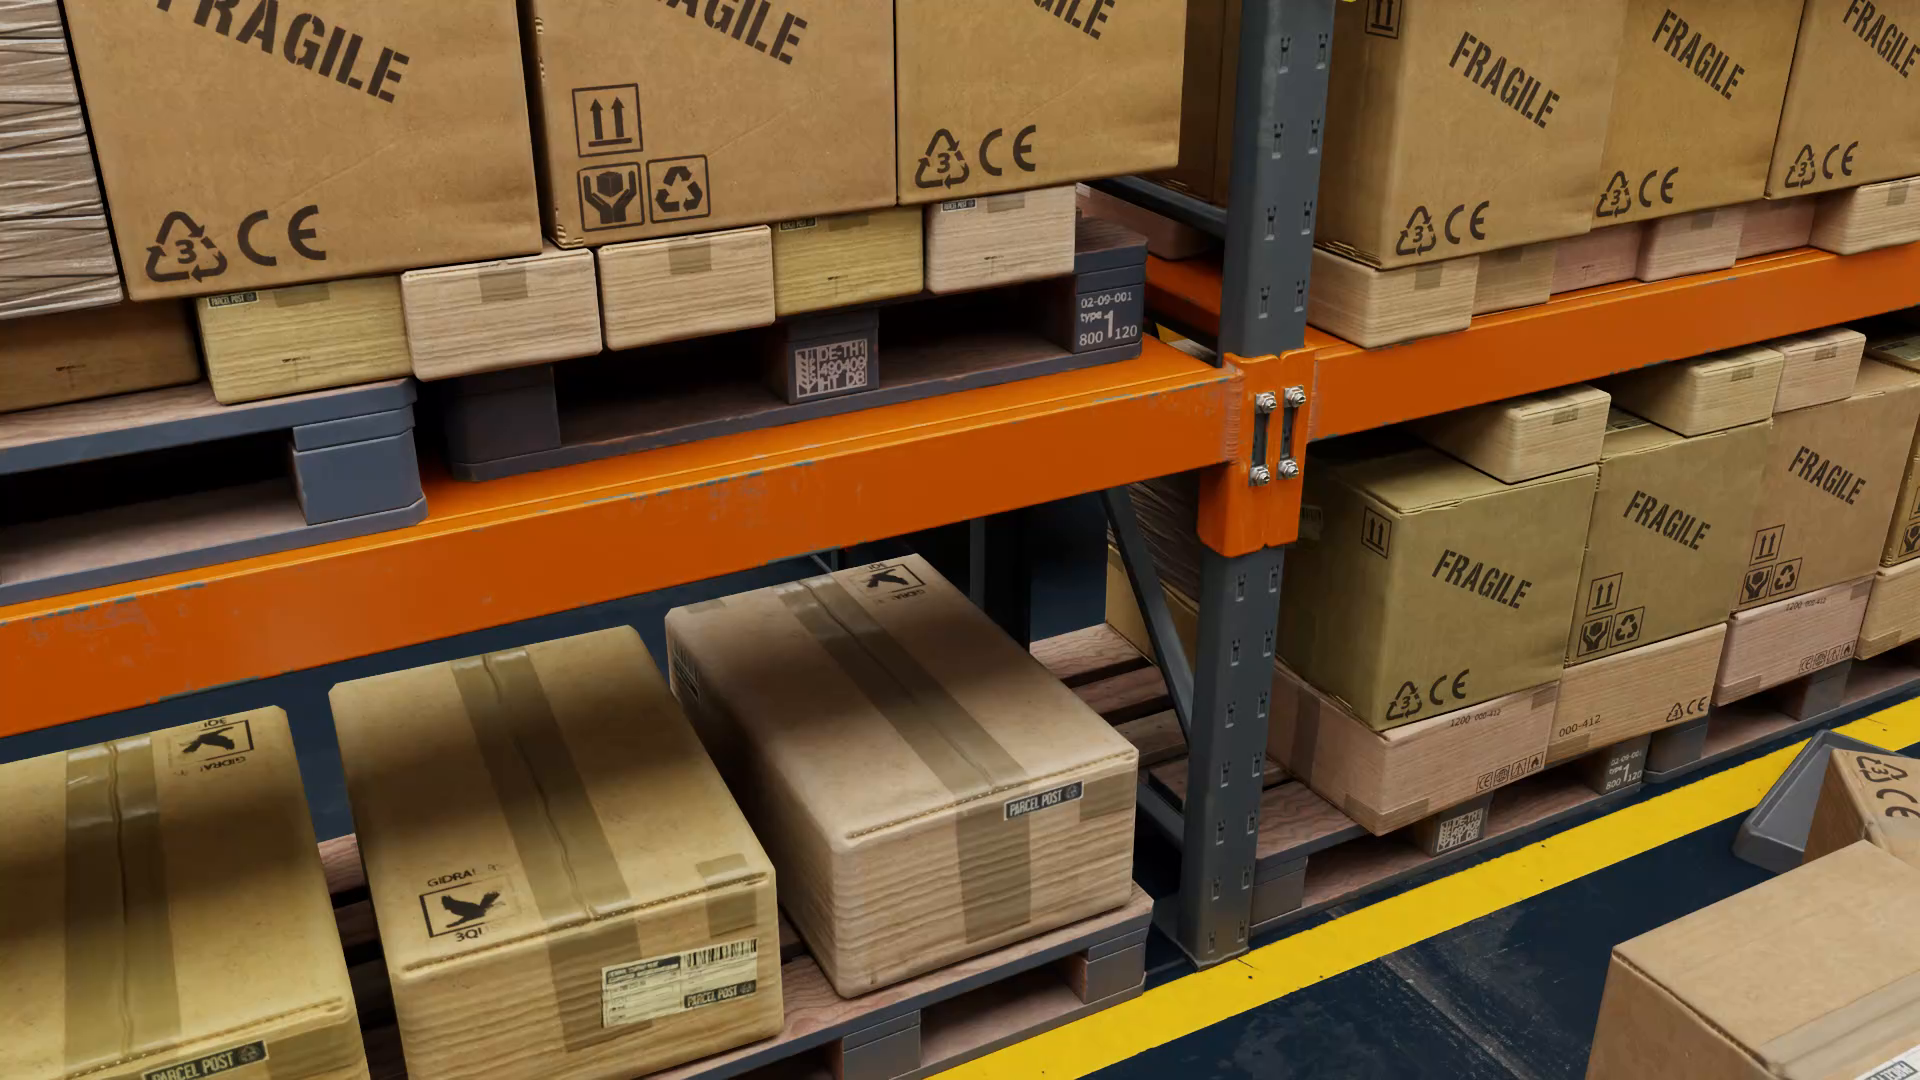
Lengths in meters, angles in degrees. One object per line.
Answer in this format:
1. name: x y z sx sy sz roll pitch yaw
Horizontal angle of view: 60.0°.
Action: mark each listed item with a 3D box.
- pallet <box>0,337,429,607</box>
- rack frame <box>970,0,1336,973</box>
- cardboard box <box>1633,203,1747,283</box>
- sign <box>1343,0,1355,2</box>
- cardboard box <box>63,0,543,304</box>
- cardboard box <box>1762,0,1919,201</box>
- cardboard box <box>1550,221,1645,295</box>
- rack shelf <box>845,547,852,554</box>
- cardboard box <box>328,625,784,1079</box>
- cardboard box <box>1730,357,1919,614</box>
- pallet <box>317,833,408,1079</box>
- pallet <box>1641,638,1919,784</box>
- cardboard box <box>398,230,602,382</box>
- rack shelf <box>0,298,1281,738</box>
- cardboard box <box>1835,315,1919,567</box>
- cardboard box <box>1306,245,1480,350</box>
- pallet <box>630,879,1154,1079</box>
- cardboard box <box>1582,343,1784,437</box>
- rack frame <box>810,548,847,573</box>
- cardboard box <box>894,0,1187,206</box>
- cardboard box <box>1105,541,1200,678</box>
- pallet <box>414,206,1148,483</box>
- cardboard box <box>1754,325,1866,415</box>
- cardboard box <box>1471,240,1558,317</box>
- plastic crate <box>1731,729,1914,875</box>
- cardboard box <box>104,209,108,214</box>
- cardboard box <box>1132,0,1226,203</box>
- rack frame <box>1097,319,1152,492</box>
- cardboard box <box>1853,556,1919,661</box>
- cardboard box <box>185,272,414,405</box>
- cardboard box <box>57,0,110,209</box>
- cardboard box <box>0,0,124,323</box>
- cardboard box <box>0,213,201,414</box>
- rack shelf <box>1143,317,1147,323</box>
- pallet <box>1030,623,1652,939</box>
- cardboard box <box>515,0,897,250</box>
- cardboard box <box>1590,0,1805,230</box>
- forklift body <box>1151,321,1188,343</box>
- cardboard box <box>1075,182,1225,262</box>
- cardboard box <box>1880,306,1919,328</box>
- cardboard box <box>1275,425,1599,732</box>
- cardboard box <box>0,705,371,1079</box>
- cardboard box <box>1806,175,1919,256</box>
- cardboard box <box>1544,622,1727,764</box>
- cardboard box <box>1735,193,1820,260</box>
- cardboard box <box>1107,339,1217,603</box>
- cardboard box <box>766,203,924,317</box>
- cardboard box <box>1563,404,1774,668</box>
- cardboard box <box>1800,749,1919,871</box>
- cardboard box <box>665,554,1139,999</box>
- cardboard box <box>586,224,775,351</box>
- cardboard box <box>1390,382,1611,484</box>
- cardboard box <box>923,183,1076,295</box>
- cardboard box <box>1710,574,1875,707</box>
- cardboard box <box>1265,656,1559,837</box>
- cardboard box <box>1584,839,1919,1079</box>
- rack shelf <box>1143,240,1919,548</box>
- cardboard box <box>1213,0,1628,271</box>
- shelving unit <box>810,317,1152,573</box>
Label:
1. pallet: -1.492 -0.188 2.397 1.213 0.211 1.003 -13 29 -25
2. rack frame: 0.310 -0.670 3.180 0.127 3.000 1.000 -13 29 -25
3. cardboard box: 1.392 -0.672 3.475 0.250 0.149 0.380 -12 28 -24
4. sign: 0.574 -0.981 2.489 0.005 0.325 0.100 -13 29 -25
5. cardboard box: -0.885 -0.652 2.199 0.500 0.500 0.500 -12 28 -23
6. cardboard box: 1.710 -1.041 3.493 0.500 0.500 0.500 -13 29 -26
7. cardboard box: 1.157 -0.635 3.398 0.250 0.149 0.380 -13 29 -25
8. rack shelf: -0.006 -0.285 5.109 1.000 0.278 0.538 -13 29 -25
9. cardboard box: -0.784 0.581 3.125 0.625 0.372 0.950 -11 28 -22
10. cardboard box: 1.883 -0.193 4.012 0.500 0.500 0.500 -11 28 -22
11. pallet: -1.454 0.996 2.931 1.213 0.211 1.003 -13 29 -25
12. pallet: 1.964 0.187 4.617 1.213 0.211 1.003 -13 29 -25
13. cardboard box: -0.689 -0.369 2.359 0.250 0.149 0.380 -13 28 -25
14. rack shelf: -1.455 0.062 2.487 4.000 0.370 1.077 -13 29 -25
15. cardboard box: 2.348 -0.302 4.239 0.500 0.500 0.500 -14 29 -26
16. cardboard box: 0.739 -0.498 3.113 0.250 0.149 0.380 -13 29 -25
17. pallet: -0.376 0.746 3.452 1.213 0.211 1.003 -13 29 -25
18. cardboard box: 1.549 -0.375 3.641 0.250 0.149 0.380 -12 28 -23
19. rack frame: -0.455 -0.402 4.788 0.032 1.125 0.500 -13 29 -25
20. cardboard box: 0.010 -0.857 2.624 0.500 0.500 0.500 -14 29 -26
21. cardboard box: 0.705 0.157 4.149 0.500 0.250 0.500 -12 28 -23
22. pallet: -0.433 -0.483 3.013 1.213 0.211 1.003 -13 29 -25
23. cardboard box: 1.785 -0.431 3.758 0.250 0.149 0.380 -11 28 -22
24. cardboard box: 0.937 -0.570 3.261 0.250 0.149 0.380 -12 28 -24
25. plastic crate: 2.081 0.640 3.825 0.402 0.080 0.583 21 33 37
26. cardboard box: -1.490 -0.499 2.629 0.250 0.149 0.380 -12 28 -23
27. cardboard box: 0.585 -1.035 3.480 0.500 0.500 0.500 -14 29 -26
28. rack frame: 0.443 -0.609 5.219 0.032 1.125 0.500 -13 29 -25
29. cardboard box: 2.333 0.044 4.384 0.500 0.250 0.500 -14 29 -27
30. cardboard box: -0.921 -0.333 2.284 0.250 0.149 0.380 -13 29 -25
31. cardboard box: -1.571 -0.746 2.394 0.500 0.500 0.500 -14 29 -27
32. cardboard box: -1.347 -0.545 1.976 0.500 0.500 0.500 -14 29 -27
33. cardboard box: -1.202 -0.319 2.254 0.250 0.149 0.380 -14 29 -27
34. rack shelf: -0.006 -0.770 4.877 1.000 0.278 0.538 -13 29 -25
35. pallet: 0.886 0.437 4.096 1.213 0.211 1.003 -13 29 -25
36. cardboard box: -0.427 -0.755 2.413 0.500 0.500 0.500 -13 28 -25
37. cardboard box: 1.261 -0.943 3.290 0.500 0.500 0.500 -13 29 -25
38. forklift body: 0.686 -1.914 6.751 1.214 2.155 2.313 -13 29 -25
39. cardboard box: 0.450 -0.739 3.613 0.250 0.149 0.380 -13 29 -26
40. cardboard box: 2.506 -0.599 4.107 0.250 0.149 0.380 -12 28 -23
41. cardboard box: 0.958 0.025 3.557 0.500 0.500 0.500 -12 28 -23
42. cardboard box: -1.397 0.723 2.829 0.625 0.372 0.950 -12 28 -23
43. cardboard box: 1.872 -0.755 3.648 0.250 0.149 0.380 -13 28 -25
44. cardboard box: 1.423 0.250 3.955 0.500 0.250 0.500 -11 28 -22
45. cardboard box: 1.612 -0.739 3.613 0.250 0.149 0.380 -13 29 -25
46. cardboard box: 0.706 -0.181 3.986 0.500 0.500 0.500 -13 29 -26
47. cardboard box: -0.255 -0.489 2.607 0.250 0.149 0.380 -14 29 -27
48. cardboard box: 1.424 -0.088 3.794 0.500 0.500 0.500 -12 28 -23
49. cardboard box: 1.896 0.757 3.092 0.500 0.500 0.500 5 26 11
50. cardboard box: -0.152 0.433 3.433 0.625 0.372 0.950 -13 28 -24
51. cardboard box: -0.466 -0.423 2.470 0.250 0.149 0.380 -14 29 -26
52. cardboard box: 1.096 -0.270 3.422 0.250 0.149 0.380 -13 28 -24
53. cardboard box: -0.014 -0.536 2.705 0.250 0.149 0.380 -13 28 -24
54. cardboard box: 1.890 0.141 4.182 0.500 0.250 0.500 -13 29 -26
55. cardboard box: 0.958 0.363 3.719 0.500 0.250 0.500 -14 29 -27
56. cardboard box: 1.174 0.789 2.154 0.500 0.500 0.500 -13 29 -25
57. rack shelf: 2.075 -0.753 4.184 4.000 0.370 1.077 -13 29 -25
58. cardboard box: 0.829 -0.832 3.059 0.500 0.500 0.500 -13 29 -25
59. shelving unit: -0.006 -0.506 5.004 1.048 1.125 0.538 -13 29 -25
